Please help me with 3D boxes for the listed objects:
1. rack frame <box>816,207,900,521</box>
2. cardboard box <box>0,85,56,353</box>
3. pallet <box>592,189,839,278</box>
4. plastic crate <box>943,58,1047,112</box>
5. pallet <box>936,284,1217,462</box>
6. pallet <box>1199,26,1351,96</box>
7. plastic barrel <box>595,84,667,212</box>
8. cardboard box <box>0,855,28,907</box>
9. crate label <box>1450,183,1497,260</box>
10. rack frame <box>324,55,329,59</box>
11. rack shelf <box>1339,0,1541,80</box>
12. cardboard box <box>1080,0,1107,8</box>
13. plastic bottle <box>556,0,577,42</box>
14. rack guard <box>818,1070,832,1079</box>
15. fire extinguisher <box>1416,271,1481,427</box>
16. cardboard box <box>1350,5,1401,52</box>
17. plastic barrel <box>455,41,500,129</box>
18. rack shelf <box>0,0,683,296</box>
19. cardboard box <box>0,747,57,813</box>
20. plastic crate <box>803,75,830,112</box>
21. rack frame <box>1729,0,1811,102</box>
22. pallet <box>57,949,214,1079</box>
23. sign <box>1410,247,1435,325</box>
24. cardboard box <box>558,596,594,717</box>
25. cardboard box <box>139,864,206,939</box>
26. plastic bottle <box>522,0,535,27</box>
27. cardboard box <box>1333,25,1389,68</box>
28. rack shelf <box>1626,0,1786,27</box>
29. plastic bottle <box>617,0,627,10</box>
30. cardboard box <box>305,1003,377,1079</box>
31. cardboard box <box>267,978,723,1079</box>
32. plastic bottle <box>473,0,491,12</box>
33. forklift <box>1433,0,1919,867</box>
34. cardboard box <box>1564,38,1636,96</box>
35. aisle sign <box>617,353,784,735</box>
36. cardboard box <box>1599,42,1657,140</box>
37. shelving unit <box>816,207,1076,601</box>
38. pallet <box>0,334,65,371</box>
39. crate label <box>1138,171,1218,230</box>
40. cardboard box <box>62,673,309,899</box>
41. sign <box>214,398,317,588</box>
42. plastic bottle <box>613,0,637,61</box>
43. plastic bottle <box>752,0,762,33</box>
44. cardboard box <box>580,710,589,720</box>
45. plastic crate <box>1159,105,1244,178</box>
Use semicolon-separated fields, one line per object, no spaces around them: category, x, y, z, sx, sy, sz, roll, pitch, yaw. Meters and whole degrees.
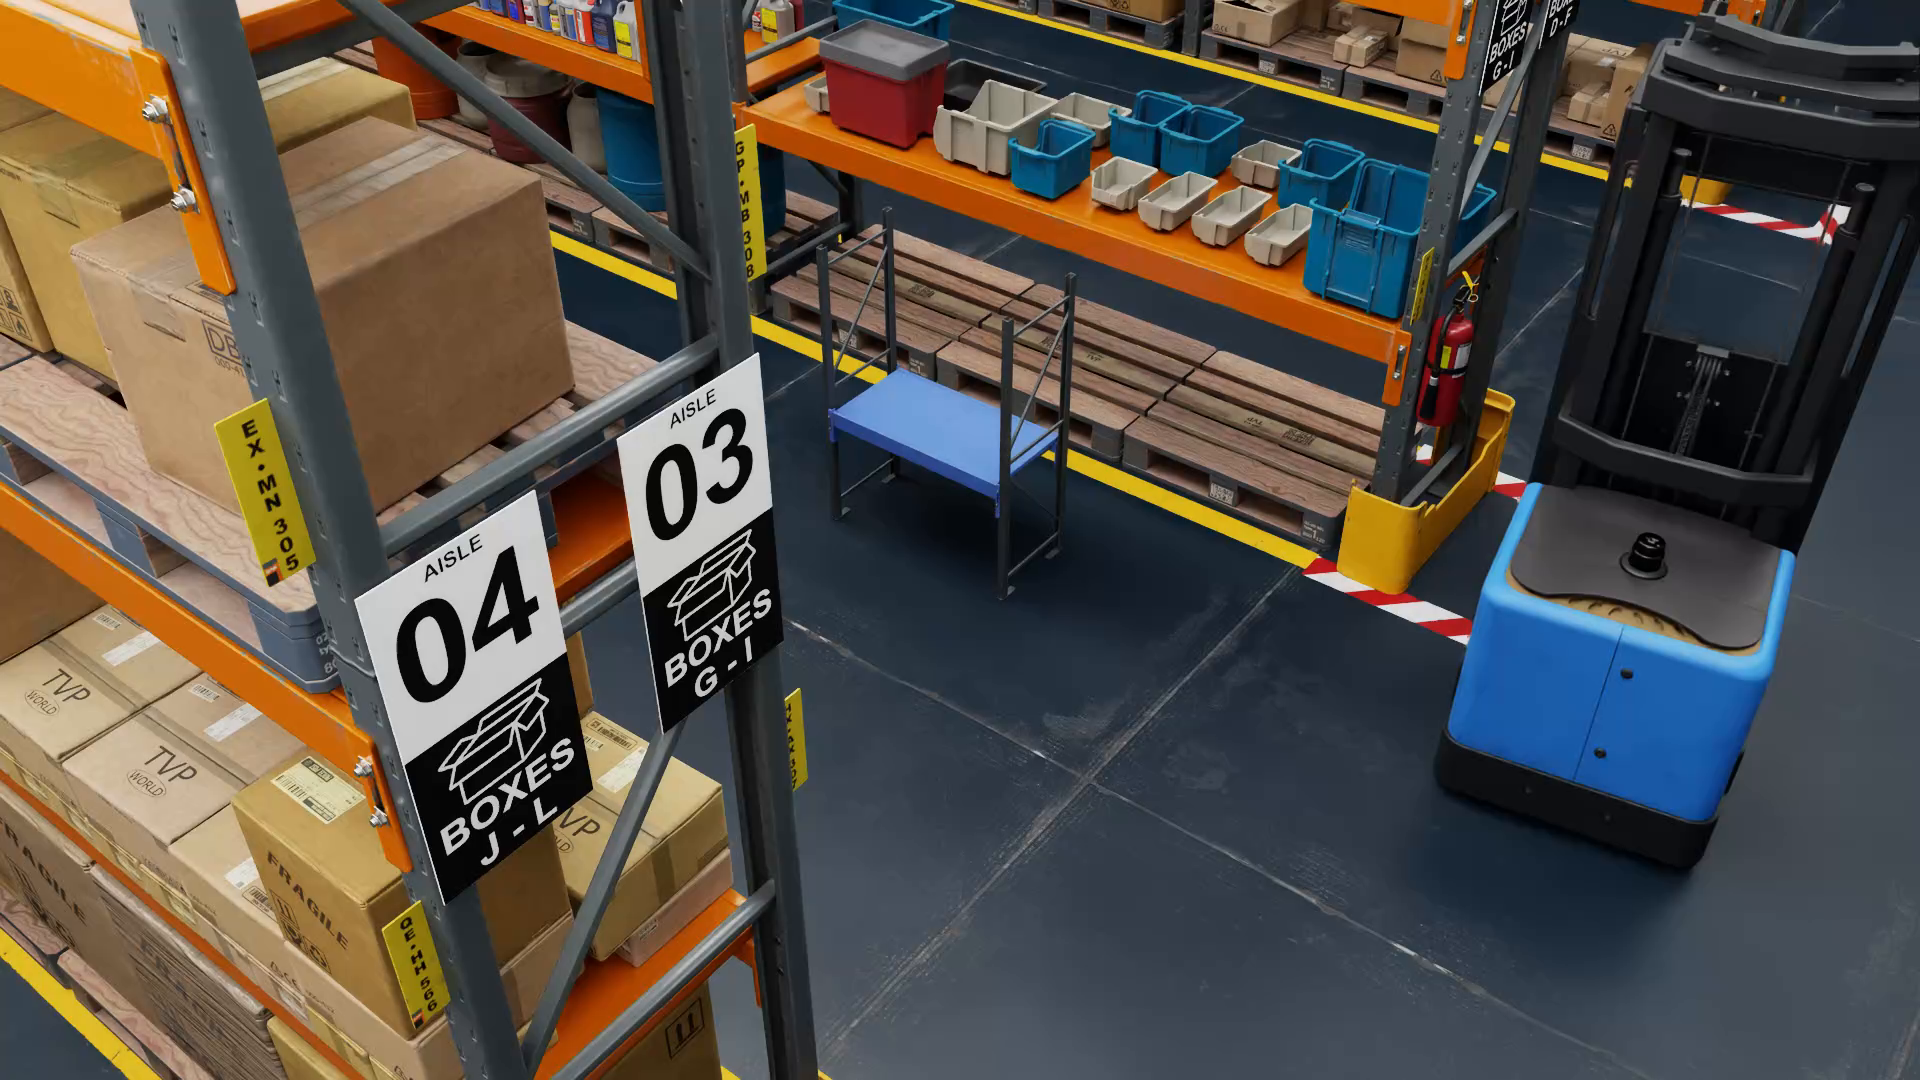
rack frame;-0.472;-0.813;7.932;0.032;1.500;0.500;25;45;29
cardboard box;-2.034;-0.868;3.851;0.500;0.500;0.700;22;43;26
pallet;-1.530;-1.970;10.455;1.213;0.211;1.003;25;45;29
plastic crate;0.110;-2.386;8.899;0.590;0.125;0.437;25;45;29
pallet;0.639;-0.947;9.149;1.213;0.211;1.003;25;45;29
pallet;2.615;-3.827;12.827;1.213;0.211;1.003;25;45;29
plastic barrel;-1.926;-2.575;10.328;0.708;0.901;0.600;25;45;29
cardboard box;-3.476;0.625;6.263;0.875;0.875;0.875;25;45;29
crate label;2.239;-1.472;7.644;0.303;0.233;0.416;25;45;29
rack frame;-4.119;-4.256;11.114;0.127;3.000;1.000;25;45;29
rack shelf;0.646;-2.907;7.541;4.000;0.370;1.077;25;45;29
cardboard box;1.116;-4.605;13.230;0.500;0.500;0.500;25;45;29
plastic bottle;-2.249;-3.075;9.706;0.135;0.276;0.152;25;45;29
rack guard;-0.755;2.158;4.949;0.348;0.500;1.175;25;45;29
fire extinguisher;2.079;-0.804;7.070;0.183;0.674;0.296;25;45;29
cardboard box;3.291;-3.942;12.536;0.500;0.311;0.500;25;45;29
plastic barrel;-3.218;-3.100;11.314;0.421;0.512;0.421;0;38;0
rack shelf;-2.363;-1.505;3.642;4.000;0.370;1.077;25;45;29
cardboard box;-2.679;0.623;5.086;0.250;0.149;0.380;24;44;27
plastic crate;-0.659;-2.434;8.951;0.243;0.136;0.396;25;45;29
rack frame;5.247;-3.684;10.383;0.127;3.000;1.000;25;45;29
pallet;-2.422;1.545;5.967;1.213;0.211;1.003;25;45;29
sign;1.914;-1.049;6.885;0.005;0.325;0.100;25;45;29
cardboard box;-1.388;0.312;4.550;0.500;0.500;0.500;24;44;28
cardboard box;-2.069;0.910;4.719;0.250;0.149;0.380;24;44;28
plastic bottle;-2.542;-3.162;9.878;0.097;0.201;0.097;0;38;0
cardboard box;2.965;-3.658;12.291;0.250;0.166;0.380;25;45;29
rack shelf;3.659;-4.150;11.562;4.000;0.370;1.077;25;45;29
plastic bottle;-1.930;-3.063;9.629;0.185;0.351;0.144;25;45;29
cardboard box;-1.464;1.195;4.355;0.250;0.149;0.380;26;45;29
cardboard box;-1.331;1.636;4.971;0.875;0.875;0.875;25;45;29
plastic bottle;-2.871;-3.368;10.080;0.135;0.276;0.152;25;45;29
forklift;3.065;-0.795;6.749;1.130;2.935;3.031;18;42;22
cardboard box;4.591;-3.305;11.772;0.500;0.250;0.500;25;45;29
aisle sign;-0.535;0.022;3.541;0.004;0.787;0.394;25;45;29
cardboard box;4.666;-2.956;11.124;0.500;0.500;0.500;25;45;29
shelving unit;-0.068;-0.622;7.689;1.048;1.500;0.538;25;45;29
pallet;-2.343;-0.710;4.224;1.213;0.211;1.003;25;45;29
crate label;1.020;-1.605;7.892;0.243;0.136;0.396;25;45;29
cardboard box;-2.127;0.675;4.696;0.500;0.250;0.500;24;44;27
sign;-1.115;-0.073;2.684;0.005;0.325;0.100;25;45;29
plastic bottle;-1.871;-2.923;9.451;0.185;0.351;0.144;25;45;29
plastic bottle;-1.183;-3.111;9.812;0.097;0.201;0.097;0;38;0
cardboard box;-1.408;0.604;4.787;0.500;0.250;0.500;25;44;28
plastic crate;1.193;-1.965;8.274;0.300;0.233;0.416;25;45;29
